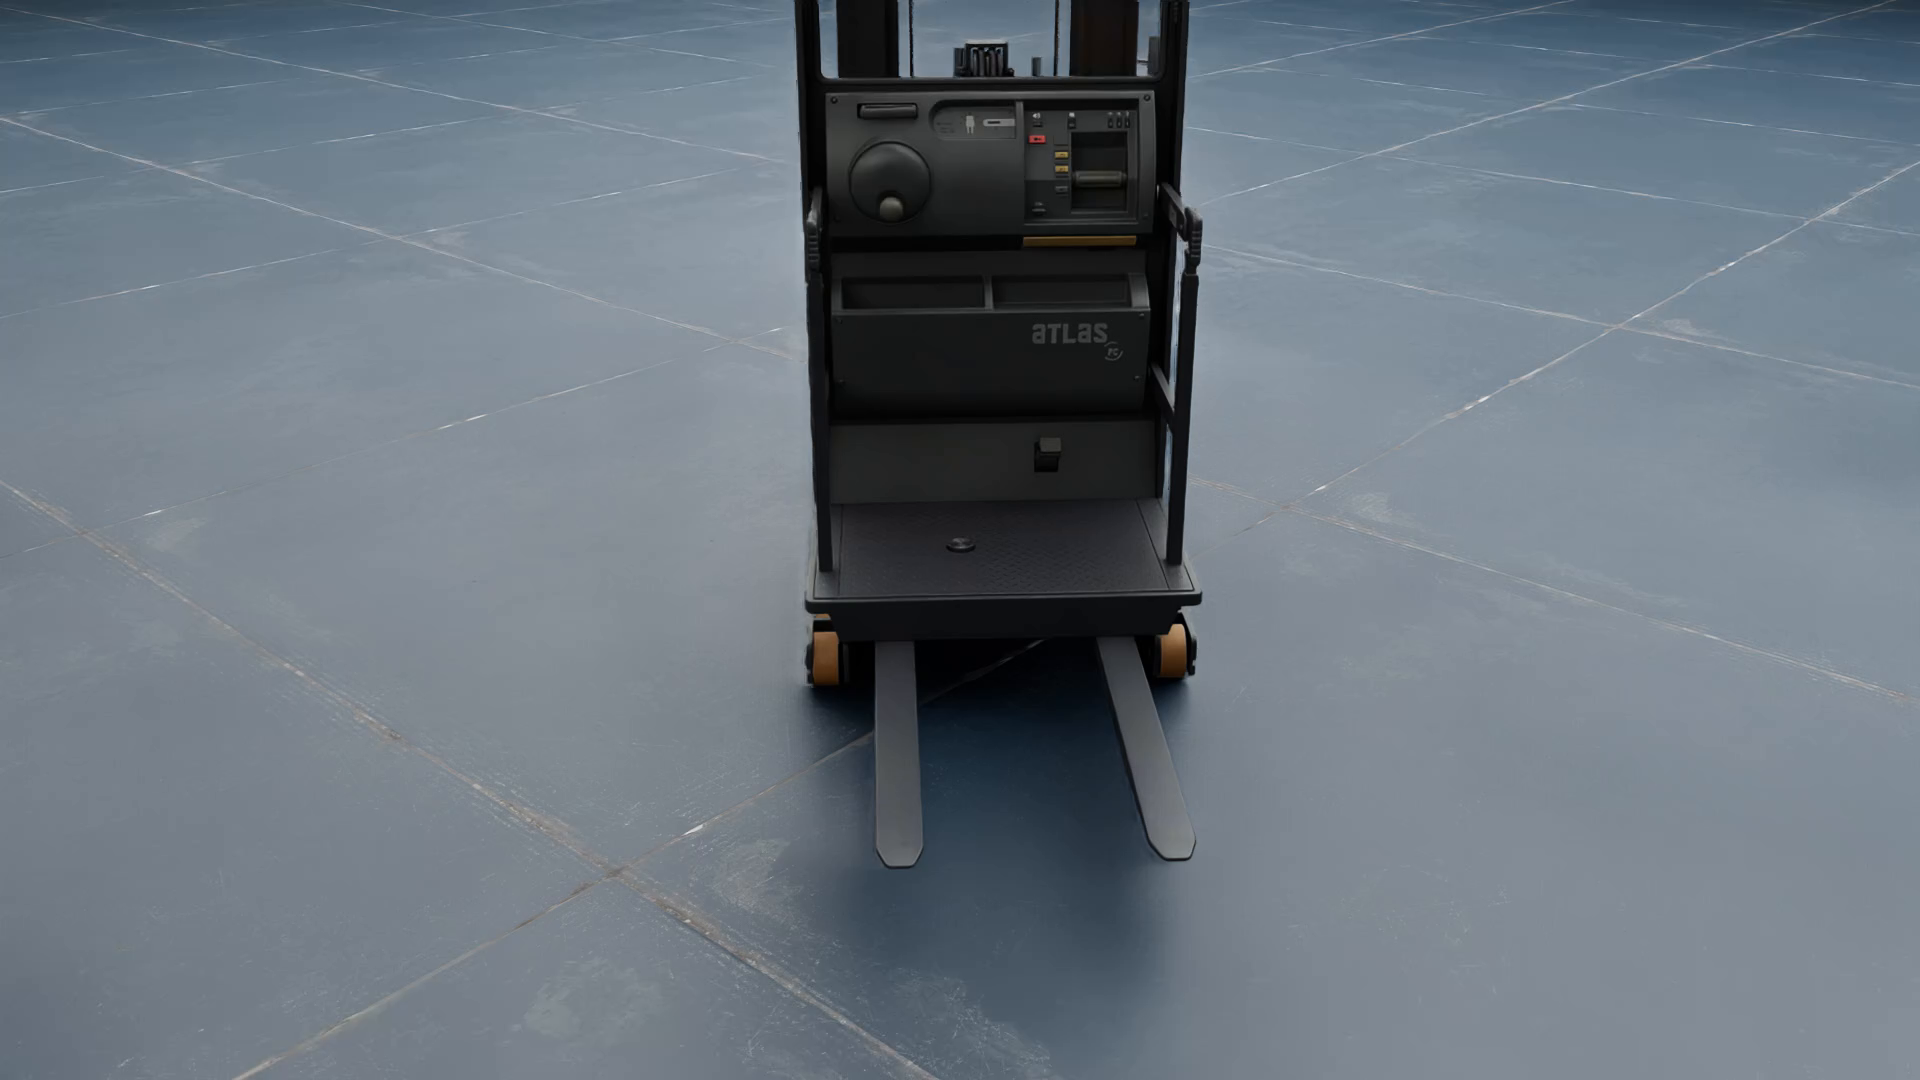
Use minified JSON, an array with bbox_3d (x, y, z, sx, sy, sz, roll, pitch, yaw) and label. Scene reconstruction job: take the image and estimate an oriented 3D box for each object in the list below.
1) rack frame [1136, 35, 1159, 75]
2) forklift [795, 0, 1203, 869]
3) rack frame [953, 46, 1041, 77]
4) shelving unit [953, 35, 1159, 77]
[{"bbox_3d":[0.611,-1.316,6.852,0.400,1.500,0.023,20,31,37],"label":"rack frame"},{"bbox_3d":[0.101,-1.048,4.504,1.130,2.935,3.031,-1,24,-2],"label":"forklift"},{"bbox_3d":[0.131,-1.090,6.347,0.400,1.500,0.023,20,31,37],"label":"rack frame"},{"bbox_3d":[0.371,-1.203,6.599,0.431,1.500,0.755,20,31,37],"label":"shelving unit"}]
